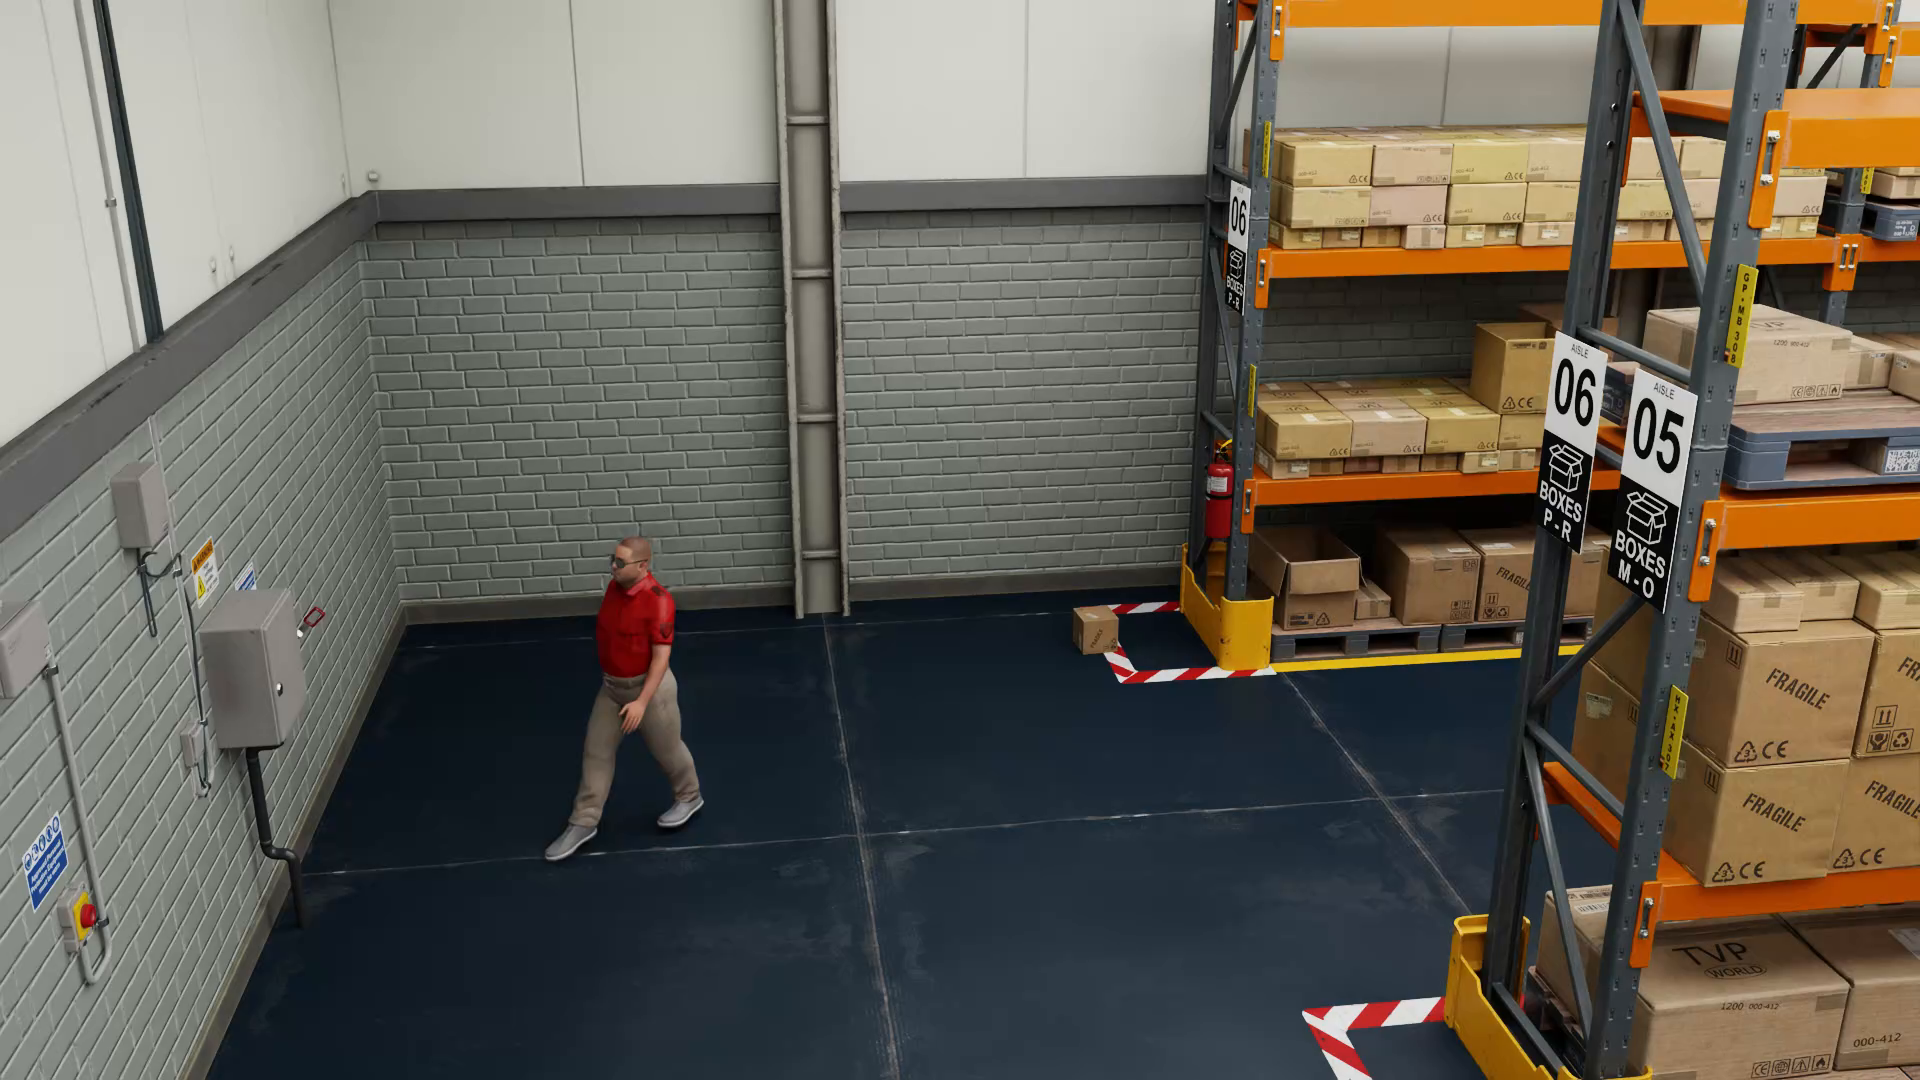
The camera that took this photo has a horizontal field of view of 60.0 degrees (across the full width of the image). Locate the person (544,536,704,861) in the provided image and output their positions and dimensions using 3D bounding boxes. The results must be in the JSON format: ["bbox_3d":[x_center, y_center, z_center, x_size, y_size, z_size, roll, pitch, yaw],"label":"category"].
[{"bbox_3d":[-1.783,0.824,8.791,0.546,1.691,0.923,15,25,36],"label":"person"}]
